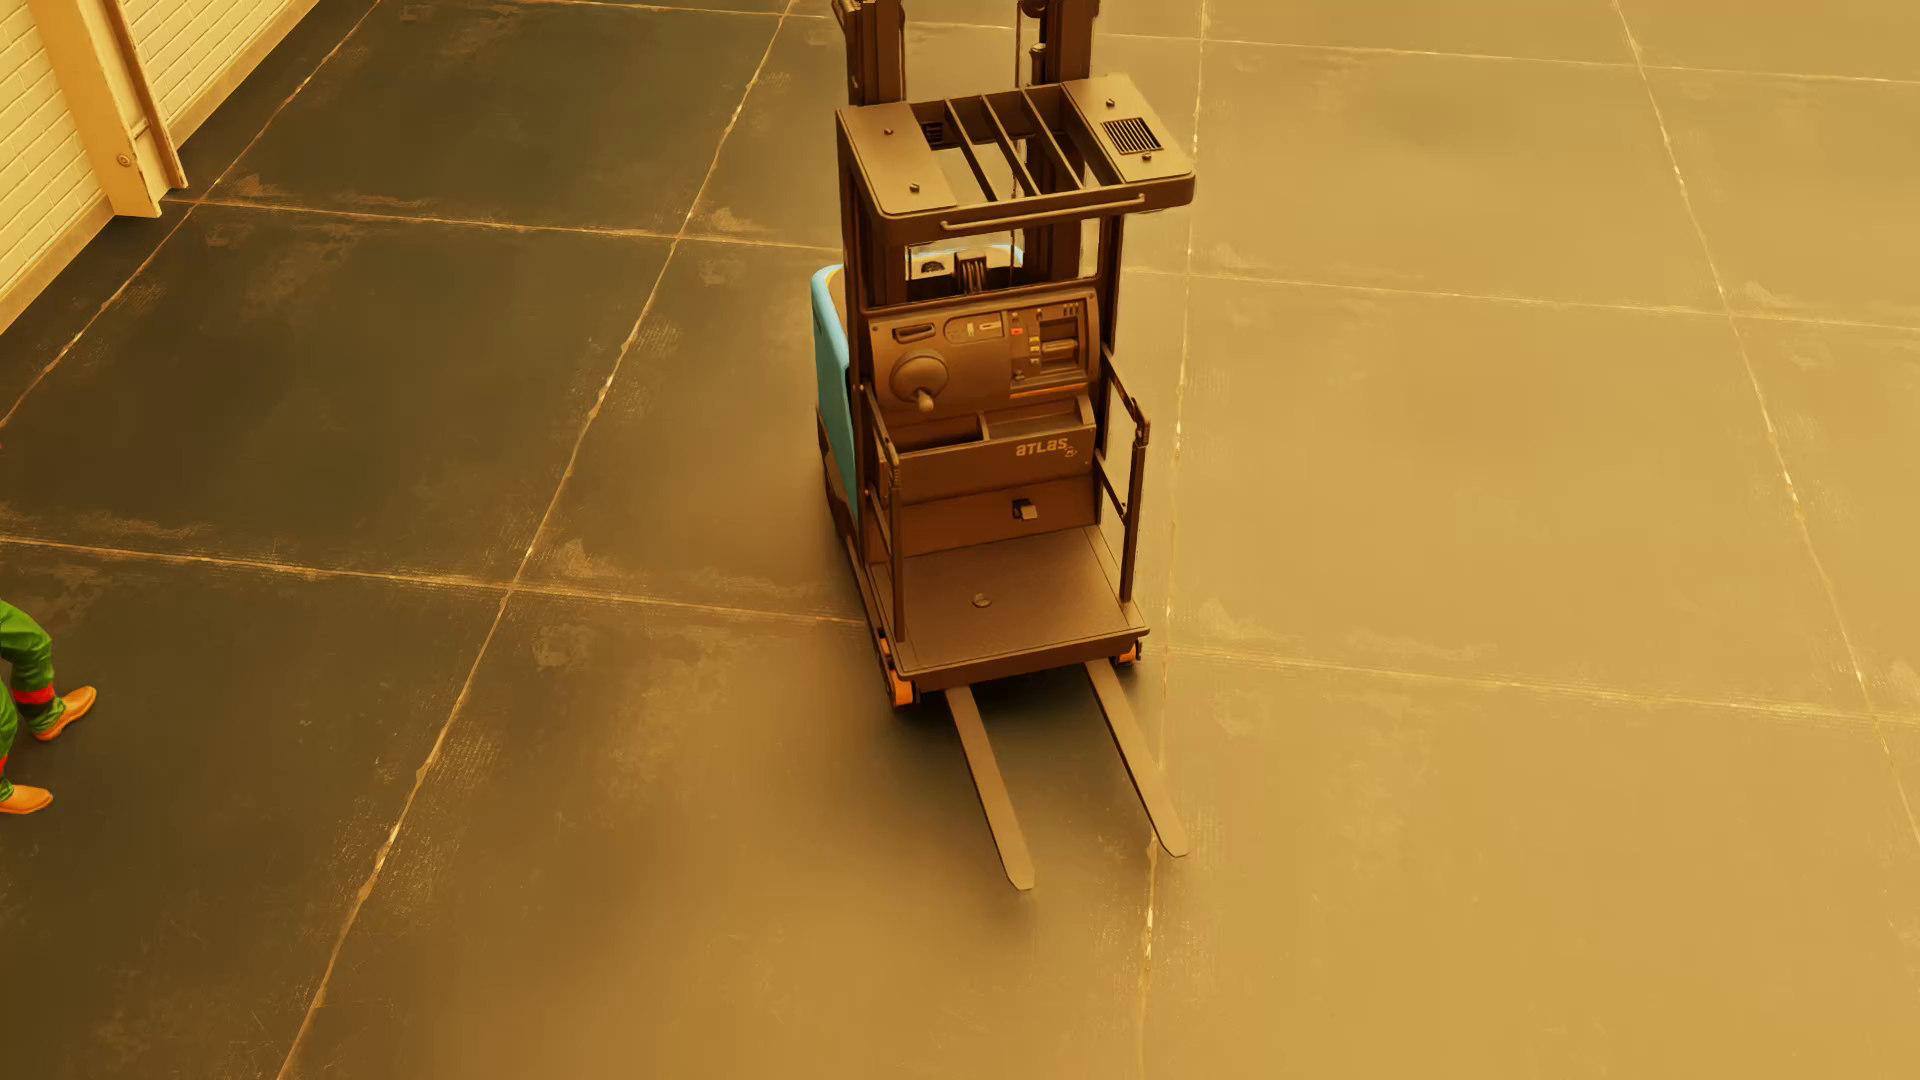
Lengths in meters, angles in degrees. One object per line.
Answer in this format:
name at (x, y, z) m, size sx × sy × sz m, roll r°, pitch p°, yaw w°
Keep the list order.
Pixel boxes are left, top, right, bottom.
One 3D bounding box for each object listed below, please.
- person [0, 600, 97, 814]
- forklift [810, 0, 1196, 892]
person at (-3.768, 0.332, 6.255) m, size 0.455 × 1.747 × 0.880 m, roll -5°, pitch 43°, yaw -6°
forklift at (0.159, -0.664, 6.448) m, size 1.130 × 2.935 × 3.031 m, roll -10°, pitch 44°, yaw -11°
